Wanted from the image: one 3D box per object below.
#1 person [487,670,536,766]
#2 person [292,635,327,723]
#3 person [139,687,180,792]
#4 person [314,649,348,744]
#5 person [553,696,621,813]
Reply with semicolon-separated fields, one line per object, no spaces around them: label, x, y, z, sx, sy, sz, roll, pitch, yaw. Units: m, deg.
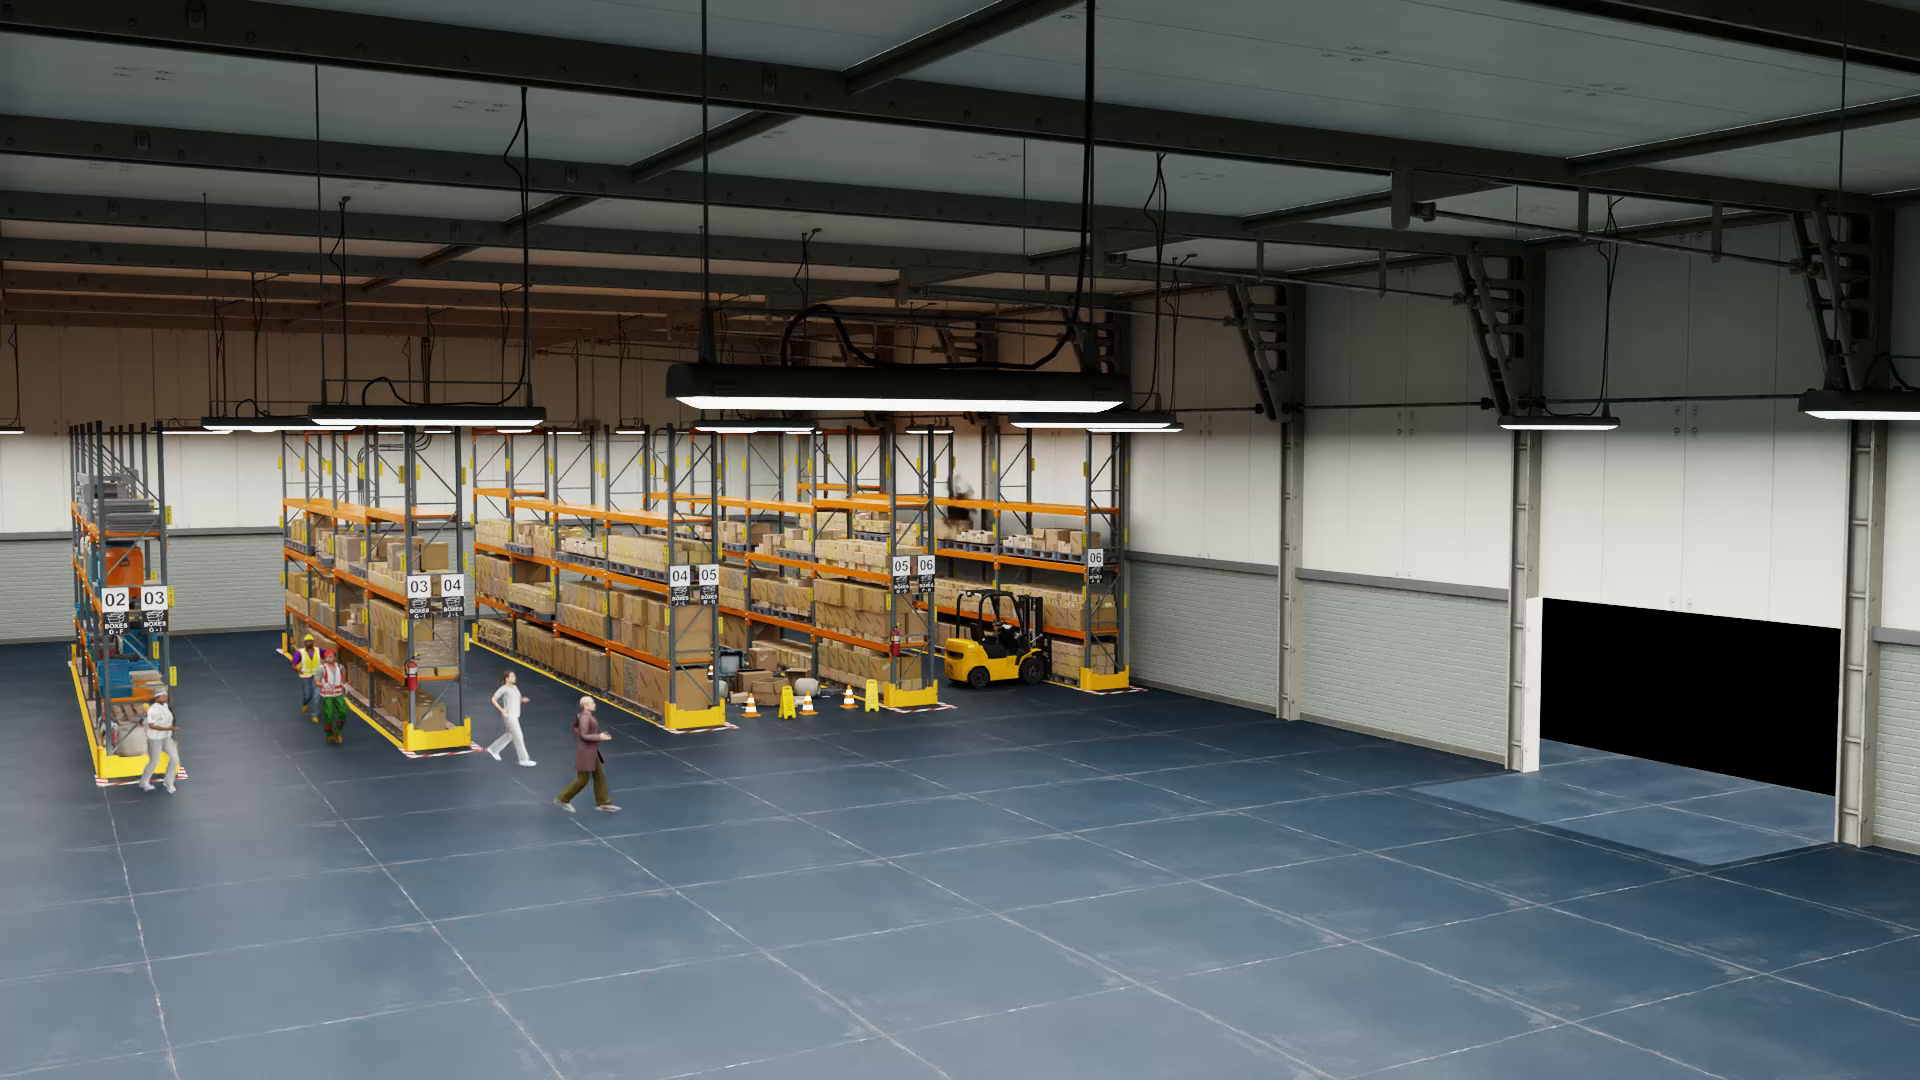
person;-7.817;3.077;28.904;0.969;1.653;0.565;1;4;12
person;-13.121;2.783;33.624;0.712;1.754;0.932;-2;4;-29
person;-12.874;3.243;26.795;0.735;1.768;0.593;1;4;13
person;-11.679;2.921;30.983;0.628;1.784;0.692;-3;4;-38
person;-5.643;3.243;25.140;0.992;1.770;0.715;0;4;-7
